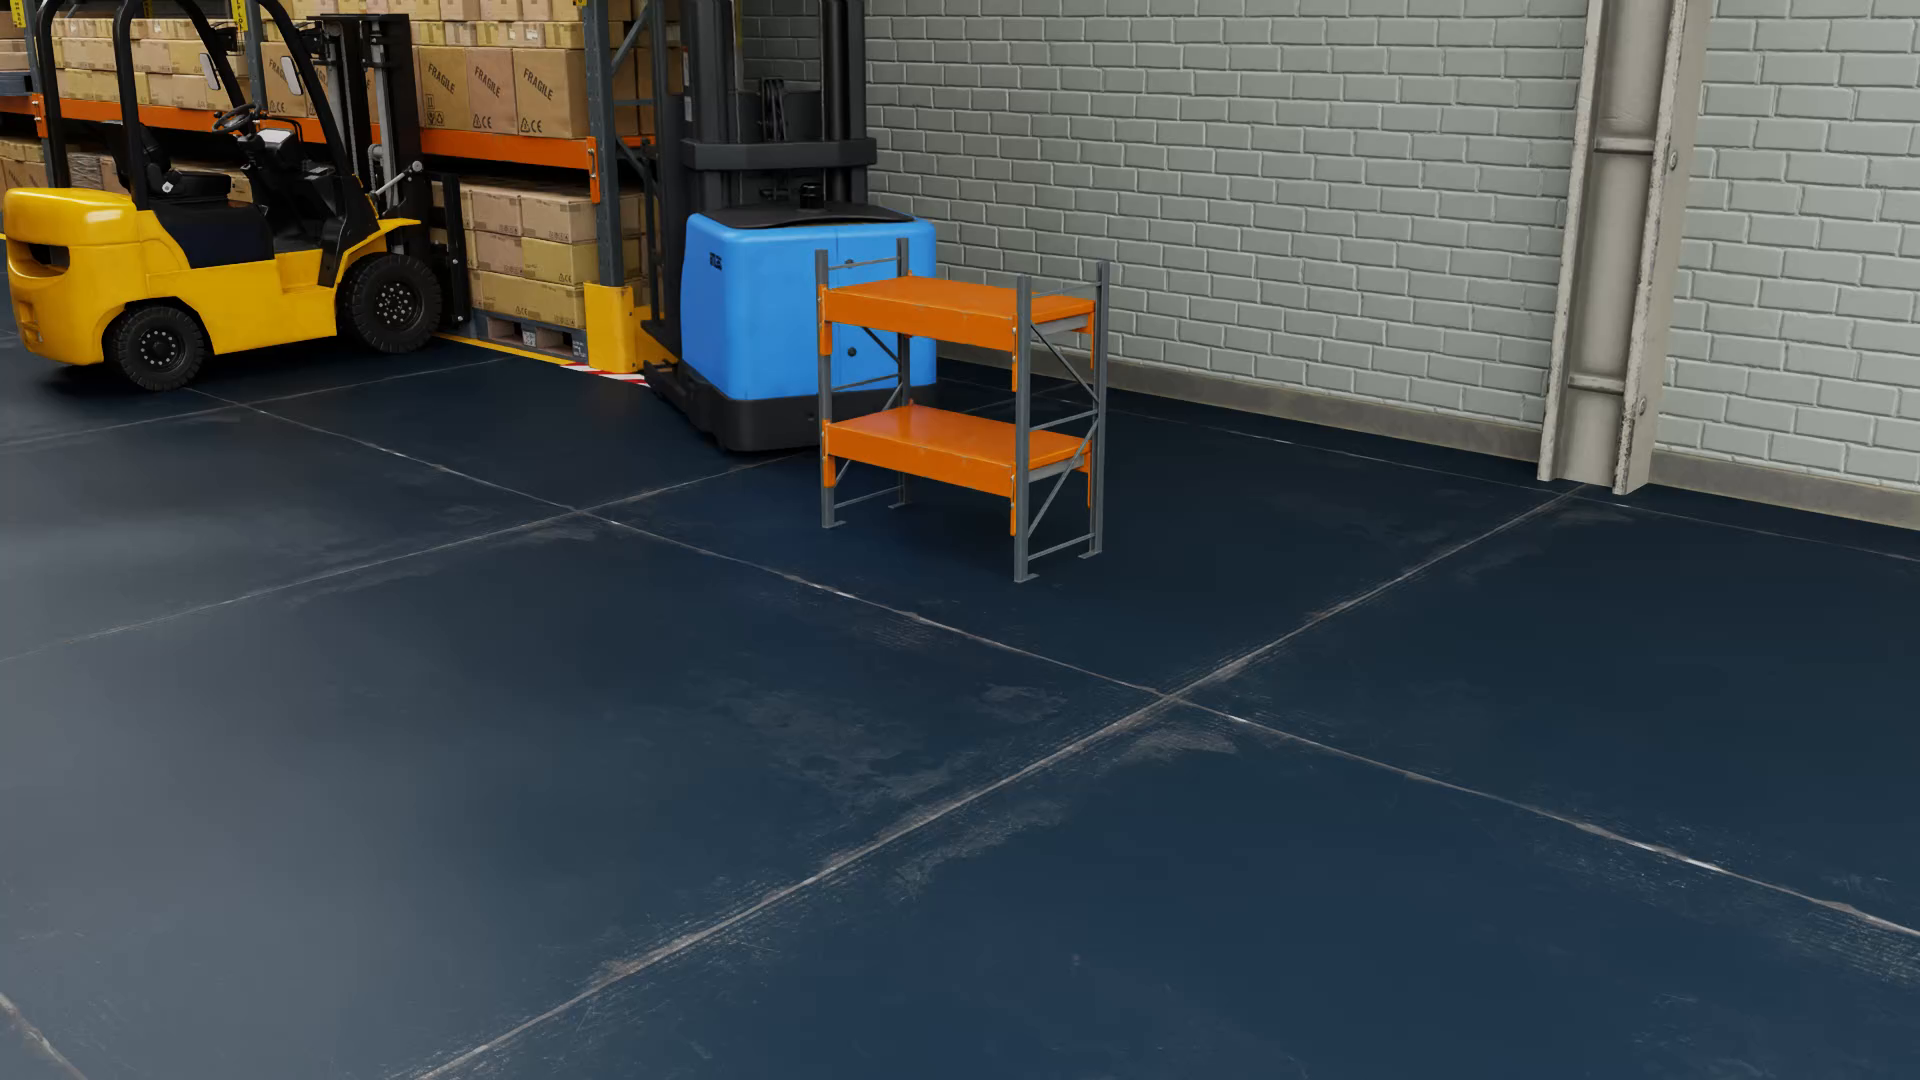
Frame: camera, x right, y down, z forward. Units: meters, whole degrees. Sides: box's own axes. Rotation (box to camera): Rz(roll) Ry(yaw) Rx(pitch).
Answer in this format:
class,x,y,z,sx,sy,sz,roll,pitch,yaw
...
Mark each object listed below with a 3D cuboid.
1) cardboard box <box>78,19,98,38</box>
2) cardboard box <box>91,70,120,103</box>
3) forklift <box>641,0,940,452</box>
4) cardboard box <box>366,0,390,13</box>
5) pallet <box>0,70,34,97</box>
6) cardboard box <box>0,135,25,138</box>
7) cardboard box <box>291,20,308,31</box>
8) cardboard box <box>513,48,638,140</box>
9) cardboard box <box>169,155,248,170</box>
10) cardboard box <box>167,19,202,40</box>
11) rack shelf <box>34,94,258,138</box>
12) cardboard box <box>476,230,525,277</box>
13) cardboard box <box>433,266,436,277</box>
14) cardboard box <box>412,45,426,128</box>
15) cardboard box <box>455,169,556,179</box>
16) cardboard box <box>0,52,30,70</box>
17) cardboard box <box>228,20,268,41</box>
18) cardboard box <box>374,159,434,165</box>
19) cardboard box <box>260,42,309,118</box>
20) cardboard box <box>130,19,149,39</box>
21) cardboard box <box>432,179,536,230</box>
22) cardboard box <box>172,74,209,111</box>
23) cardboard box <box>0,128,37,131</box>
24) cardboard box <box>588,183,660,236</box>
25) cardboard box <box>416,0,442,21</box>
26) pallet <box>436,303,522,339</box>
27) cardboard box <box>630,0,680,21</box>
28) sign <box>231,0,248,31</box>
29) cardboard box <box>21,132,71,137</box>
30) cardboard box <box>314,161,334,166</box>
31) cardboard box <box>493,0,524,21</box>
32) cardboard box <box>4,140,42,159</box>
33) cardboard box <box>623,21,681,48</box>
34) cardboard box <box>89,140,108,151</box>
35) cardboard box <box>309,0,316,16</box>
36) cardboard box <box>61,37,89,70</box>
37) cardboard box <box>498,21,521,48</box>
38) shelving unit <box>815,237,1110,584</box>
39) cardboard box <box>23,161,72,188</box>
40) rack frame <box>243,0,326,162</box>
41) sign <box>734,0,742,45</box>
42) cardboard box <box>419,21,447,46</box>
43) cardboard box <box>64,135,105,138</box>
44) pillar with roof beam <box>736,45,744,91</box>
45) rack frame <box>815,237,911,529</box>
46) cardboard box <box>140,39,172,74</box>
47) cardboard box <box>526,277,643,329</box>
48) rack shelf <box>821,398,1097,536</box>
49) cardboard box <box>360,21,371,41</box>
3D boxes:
class,x,y,z,sx,sy,sz,roll,pitch,yaw
cardboard box,-7.053,-4.243,13.785,0.250,0.149,0.380,15,23,40
cardboard box,-6.777,-3.746,13.704,0.500,0.250,0.500,14,22,38
forklift,-1.109,-2.209,8.728,1.130,2.935,3.031,-7,19,-21
cardboard box,-3.660,-3.489,10.918,0.250,0.149,0.380,15,23,39
pallet,-8.263,-4.194,15.187,1.003,0.211,1.213,15,23,39
cardboard box,-9.220,-3.798,15.986,0.250,0.149,0.380,14,22,37
cardboard box,-4.459,-3.544,11.583,0.250,0.149,0.380,16,23,41
cardboard box,-2.268,-2.646,9.826,0.500,0.500,0.500,14,23,38
cardboard box,-6.254,-2.841,13.837,0.625,0.625,0.875,14,22,37
cardboard box,-5.758,-3.869,12.607,0.250,0.149,0.380,14,22,38
rack shelf,-6.213,-3.421,13.622,4.000,0.370,1.077,15,23,39
cardboard box,-2.665,-1.817,10.404,0.500,0.250,0.500,15,23,39
cardboard box,-3.424,-1.776,11.099,0.500,0.250,0.500,16,24,41
cardboard box,-3.417,-2.954,10.796,0.500,0.500,0.500,15,23,40
cardboard box,-3.081,-2.372,11.324,0.500,0.250,0.500,14,23,38
cardboard box,-8.455,-4.291,14.895,0.250,0.149,0.380,16,23,40
cardboard box,-5.120,-3.738,12.193,0.250,0.149,0.380,16,24,41
cardboard box,-4.221,-2.674,12.276,0.500,0.250,0.500,16,23,40
cardboard box,-4.559,-3.262,11.766,0.500,0.500,0.500,14,22,38
cardboard box,-6.345,-4.023,13.093,0.250,0.149,0.380,14,23,38
cardboard box,-3.047,-2.148,10.619,0.500,0.250,0.500,15,23,40
cardboard box,-5.648,-3.433,12.717,0.500,0.250,0.500,15,23,39
cardboard box,-9.637,-4.134,17.045,0.250,0.149,0.380,14,22,37
cardboard box,-1.960,-2.065,10.358,0.500,0.250,0.500,15,23,38
cardboard box,-3.155,-3.316,10.372,0.250,0.149,0.380,16,23,40
pallet,-3.234,-1.619,11.365,1.213,0.211,1.003,15,23,39
cardboard box,-1.835,-3.174,9.924,0.250,0.149,0.380,14,23,38
sign,-5.070,-3.752,11.692,0.005,0.325,0.100,15,23,39
cardboard box,-9.069,-3.970,16.529,0.250,0.149,0.380,14,22,37
cardboard box,-4.564,-2.561,11.920,0.500,0.250,0.500,15,23,38
cardboard box,-2.552,-3.171,9.916,0.250,0.149,0.380,16,23,40
cardboard box,-8.639,-3.636,15.476,0.250,0.149,0.380,14,22,37
cardboard box,-1.807,-3.043,10.004,0.250,0.149,0.380,14,23,38
cardboard box,-7.892,-3.659,15.547,0.250,0.149,0.380,17,24,42
cardboard box,-4.224,-3.649,11.421,0.250,0.149,0.380,14,23,38
cardboard box,-7.166,-4.087,13.953,0.500,0.250,0.500,16,24,41
cardboard box,-2.535,-3.033,9.972,0.250,0.149,0.380,16,23,40
shelving unit,-0.005,-0.538,6.446,1.048,1.125,0.538,15,23,39
cardboard box,-8.168,-3.211,15.208,0.500,0.500,0.500,16,24,41
rack frame,-4.717,-3.363,12.248,0.127,3.000,1.000,15,23,39
sign,-1.353,-3.134,9.966,0.005,0.325,0.100,15,23,39
cardboard box,-3.147,-3.174,10.418,0.250,0.149,0.380,15,23,40
cardboard box,-8.454,-3.826,16.073,0.250,0.149,0.380,14,22,37
pillar with roof beam,-4.506,-4.789,6.824,0.400,9.000,9.100,15,23,39
rack frame,-0.385,-0.640,6.767,0.032,1.125,0.500,15,23,39
cardboard box,-6.023,-3.776,12.972,0.500,0.250,0.500,16,23,40
cardboard box,-2.287,-1.472,10.142,0.500,0.250,0.500,15,23,40
rack shelf,-0.005,-0.304,6.520,1.000,0.278,0.538,15,23,39
cardboard box,-3.715,-3.332,10.915,0.250,0.149,0.380,14,22,38
